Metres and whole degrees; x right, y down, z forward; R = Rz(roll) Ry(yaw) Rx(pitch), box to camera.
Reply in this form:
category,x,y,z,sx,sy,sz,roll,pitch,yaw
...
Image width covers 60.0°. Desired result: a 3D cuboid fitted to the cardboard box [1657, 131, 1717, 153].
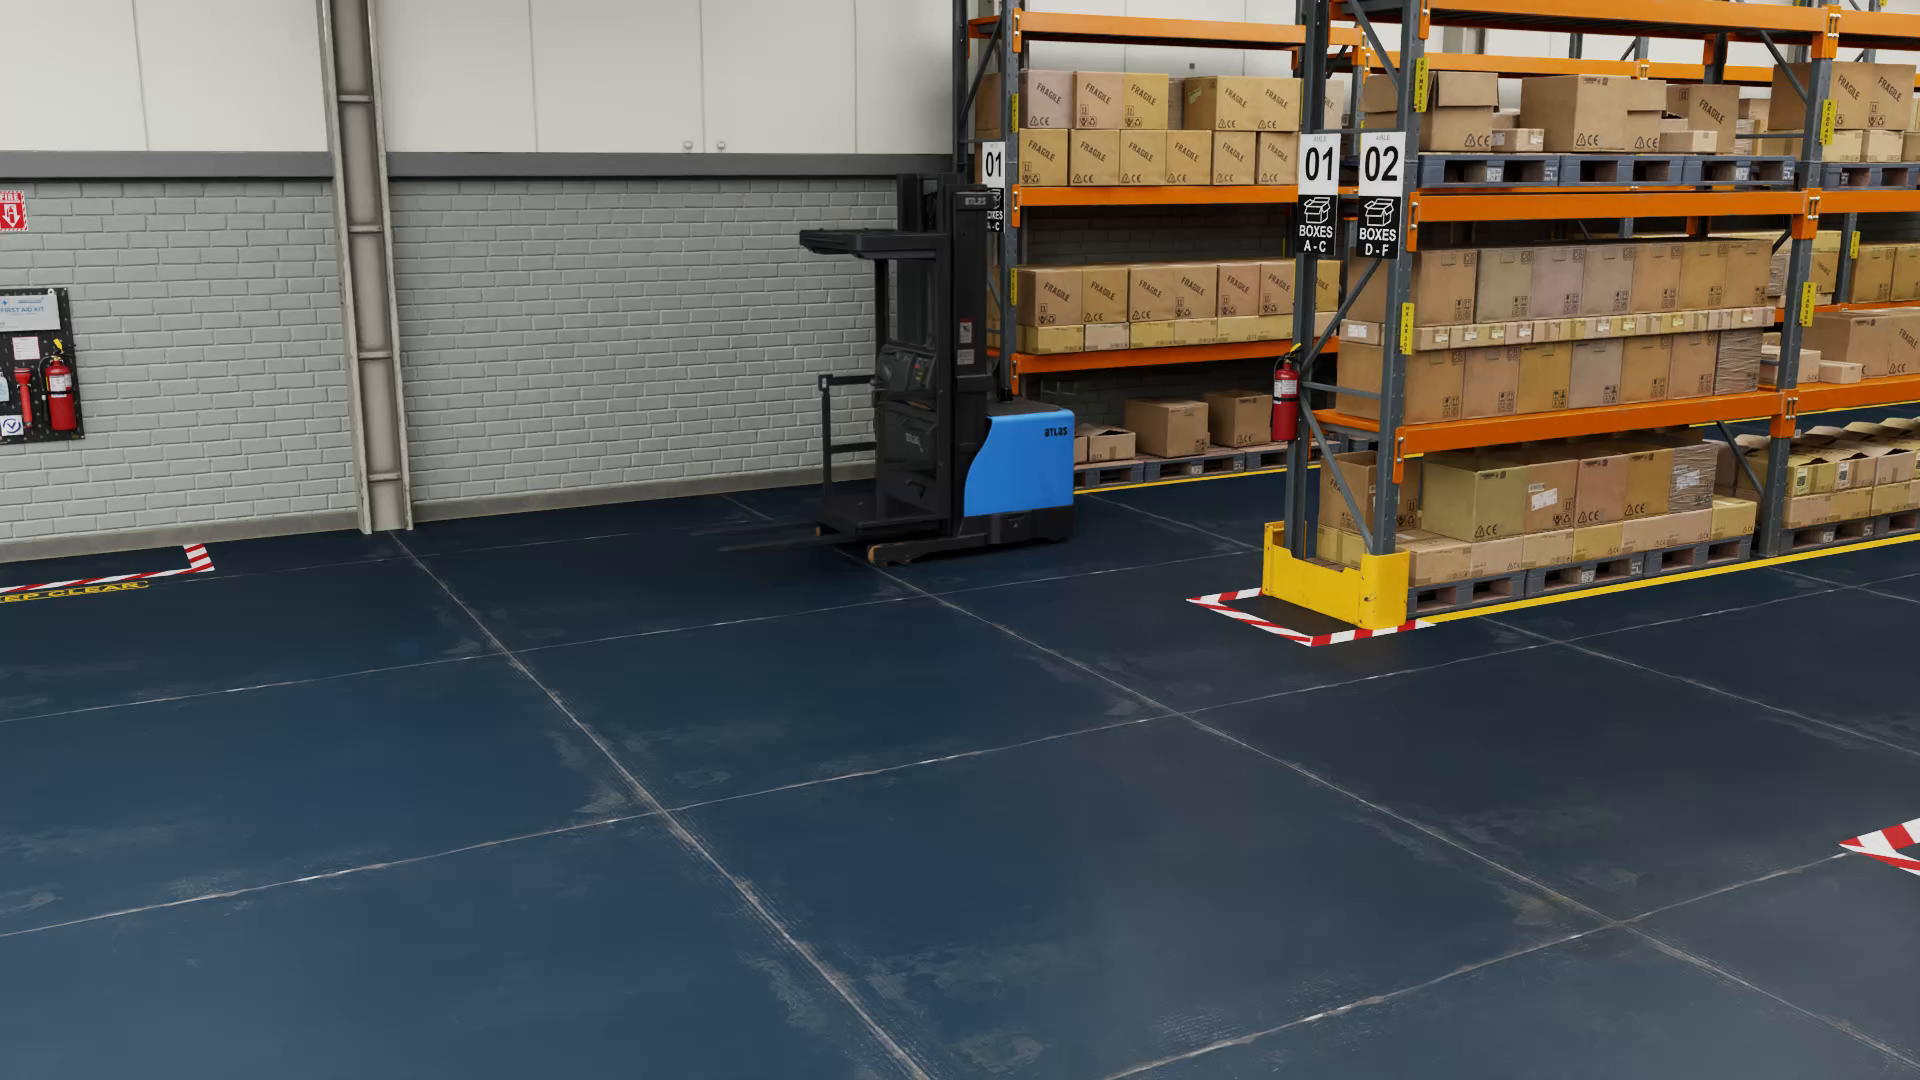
category,x,y,z,sx,sy,sz,roll,pitch,yaw
cardboard box,5.179,-2.853,11.920,0.250,0.149,0.380,-7,14,-28

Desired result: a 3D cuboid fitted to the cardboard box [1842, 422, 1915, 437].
category,x,y,z,sx,sy,sz,roll,pitch,yaw
cardboard box,8.112,-0.868,14.663,0.500,0.311,0.500,-7,15,-29

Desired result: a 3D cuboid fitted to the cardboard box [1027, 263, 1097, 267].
category,x,y,z,sx,sy,sz,roll,pitch,yaw
cardboard box,0.978,-2.396,16.013,0.500,0.500,0.500,-7,14,-27

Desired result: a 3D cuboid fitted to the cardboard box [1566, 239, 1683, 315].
category,x,y,z,sx,sy,sz,roll,pitch,yaw
cardboard box,4.838,-1.947,12.244,0.500,0.500,0.700,-7,14,-28

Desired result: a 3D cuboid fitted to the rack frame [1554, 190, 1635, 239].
category,x,y,z,sx,sy,sz,roll,pitch,yaw
rack frame,7.241,-2.794,19.191,0.127,3.000,1.000,-7,14,-28

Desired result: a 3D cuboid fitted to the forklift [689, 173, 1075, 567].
category,x,y,z,sx,sy,sz,roll,pitch,yaw
forklift,-0.605,-1.358,12.966,3.031,2.935,1.130,-7,14,-28

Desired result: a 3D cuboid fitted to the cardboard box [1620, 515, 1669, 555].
category,x,y,z,sx,sy,sz,roll,pitch,yaw
cardboard box,4.929,-0.085,12.461,0.500,0.250,0.500,-7,14,-28

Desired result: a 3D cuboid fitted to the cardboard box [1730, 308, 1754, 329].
category,x,y,z,sx,sy,sz,roll,pitch,yaw
cardboard box,5.753,-1.688,12.575,0.250,0.149,0.380,-7,15,-29

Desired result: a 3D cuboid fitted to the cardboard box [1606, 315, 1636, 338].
category,x,y,z,sx,sy,sz,roll,pitch,yaw
cardboard box,4.624,-1.552,11.969,0.250,0.149,0.380,-6,14,-26

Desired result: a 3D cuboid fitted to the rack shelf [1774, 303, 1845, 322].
category,x,y,z,sx,sy,sz,roll,pitch,yaw
rack shelf,8.996,-2.653,20.205,4.000,0.370,1.077,-7,14,-28

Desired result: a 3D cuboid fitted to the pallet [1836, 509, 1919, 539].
category,x,y,z,sx,sy,sz,roll,pitch,yaw
pallet,7.807,-0.273,14.339,1.213,0.211,1.003,-7,14,-28

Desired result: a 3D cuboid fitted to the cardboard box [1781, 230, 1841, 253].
category,x,y,z,sx,sy,sz,roll,pitch,yaw
cardboard box,10.465,-3.686,20.495,0.500,0.250,0.500,-6,14,-26

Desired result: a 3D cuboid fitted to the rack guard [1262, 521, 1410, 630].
category,x,y,z,sx,sy,sz,roll,pitch,yaw
rack guard,2.575,0.224,11.475,0.348,0.500,1.175,-7,14,-28

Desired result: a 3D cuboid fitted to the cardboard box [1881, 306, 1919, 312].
category,x,y,z,sx,sy,sz,roll,pitch,yaw
cardboard box,8.153,-1.709,14.142,0.500,0.500,0.500,-8,15,-31

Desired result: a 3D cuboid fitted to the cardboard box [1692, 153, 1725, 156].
category,x,y,z,sx,sy,sz,roll,pitch,yaw
cardboard box,8.571,-4.704,19.619,0.500,0.500,0.700,-6,14,-25

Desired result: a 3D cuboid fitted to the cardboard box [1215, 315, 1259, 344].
category,x,y,z,sx,sy,sz,roll,pitch,yaw
cardboard box,2.584,-2.095,16.380,0.500,0.250,0.500,-7,14,-28

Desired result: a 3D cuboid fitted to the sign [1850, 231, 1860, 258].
category,x,y,z,sx,sy,sz,roll,pitch,yaw
sign,11.020,-3.637,20.482,0.005,0.325,0.100,-7,14,-28

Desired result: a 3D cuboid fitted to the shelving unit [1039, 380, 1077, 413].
category,x,y,z,sx,sy,sz,roll,pitch,yaw
shelving unit,0.778,-0.742,14.137,0.189,1.200,0.258,-1,11,-37

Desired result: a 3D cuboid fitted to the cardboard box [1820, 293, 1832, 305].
category,x,y,z,sx,sy,sz,roll,pitch,yaw
cardboard box,10.591,-3.012,20.686,0.250,0.149,0.380,-7,14,-27

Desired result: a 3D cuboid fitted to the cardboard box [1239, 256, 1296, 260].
category,x,y,z,sx,sy,sz,roll,pitch,yaw
cardboard box,3.217,-2.666,17.212,0.500,0.500,0.500,-7,15,-29

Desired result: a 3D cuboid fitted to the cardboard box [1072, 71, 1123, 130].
category,x,y,z,sx,sy,sz,roll,pitch,yaw
cardboard box,1.138,-3.999,15.163,0.500,0.500,0.500,-7,14,-29

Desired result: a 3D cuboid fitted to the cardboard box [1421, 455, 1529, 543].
category,x,y,z,sx,sy,sz,roll,pitch,yaw
cardboard box,3.611,-0.294,11.680,0.500,0.500,0.500,-7,14,-28

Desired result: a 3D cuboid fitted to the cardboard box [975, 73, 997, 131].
category,x,y,z,sx,sy,sz,roll,pitch,yaw
cardboard box,0.472,-4.058,15.425,0.500,0.500,0.500,-6,14,-25

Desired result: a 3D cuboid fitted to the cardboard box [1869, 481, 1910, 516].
category,x,y,z,sx,sy,sz,roll,pitch,yaw
cardboard box,7.482,-0.385,13.796,0.500,0.250,0.500,-7,15,-30

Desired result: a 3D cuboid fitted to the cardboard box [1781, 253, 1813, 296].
category,x,y,z,sx,sy,sz,roll,pitch,yaw
cardboard box,10.024,-3.265,20.337,0.500,0.500,0.500,-7,14,-27

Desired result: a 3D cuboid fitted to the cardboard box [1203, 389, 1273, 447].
category,x,y,z,sx,sy,sz,roll,pitch,yaw
cardboard box,2.838,-1.251,17.028,0.500,0.500,0.500,-8,15,-32

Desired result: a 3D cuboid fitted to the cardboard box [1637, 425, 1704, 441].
category,x,y,z,sx,sy,sz,roll,pitch,yaw
cardboard box,5.550,-0.660,13.306,0.500,0.500,0.500,-7,14,-28

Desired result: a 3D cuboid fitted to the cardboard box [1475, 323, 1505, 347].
category,x,y,z,sx,sy,sz,roll,pitch,yaw
cardboard box,3.494,-1.417,11.369,0.250,0.149,0.380,-7,14,-28

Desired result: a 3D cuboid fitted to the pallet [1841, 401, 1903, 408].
category,x,y,z,sx,sy,sz,roll,pitch,yaw
pallet,11.457,-1.919,21.656,1.213,0.211,1.003,-7,14,-28

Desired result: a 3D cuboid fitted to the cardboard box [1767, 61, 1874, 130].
category,x,y,z,sx,sy,sz,roll,pitch,yaw
cardboard box,6.667,-3.437,12.894,0.500,0.500,0.500,-7,14,-27

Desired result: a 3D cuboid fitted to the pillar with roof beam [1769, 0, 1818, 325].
category,x,y,z,sx,sy,sz,roll,pitch,yaw
pillar with roof beam,13.015,-5.552,17.784,0.400,9.000,9.100,-7,14,-28

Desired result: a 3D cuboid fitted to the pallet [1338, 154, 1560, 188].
category,x,y,z,sx,sy,sz,roll,pitch,yaw
pallet,3.229,-2.488,11.200,1.213,0.211,1.003,-7,14,-28

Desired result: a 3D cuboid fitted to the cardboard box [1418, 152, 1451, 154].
category,x,y,z,sx,sy,sz,roll,pitch,yaw
cardboard box,4.789,-4.105,17.431,0.500,0.311,0.500,-6,14,-26

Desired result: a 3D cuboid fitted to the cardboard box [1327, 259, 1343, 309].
category,x,y,z,sx,sy,sz,roll,pitch,yaw
cardboard box,4.193,-2.683,17.471,0.500,0.500,0.700,-7,14,-28

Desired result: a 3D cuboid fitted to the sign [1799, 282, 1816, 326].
category,x,y,z,sx,sy,sz,roll,pitch,yaw
sign,6.374,-1.773,12.503,0.005,0.325,0.100,-7,14,-28

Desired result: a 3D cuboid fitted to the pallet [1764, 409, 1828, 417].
category,x,y,z,sx,sy,sz,roll,pitch,yaw
pallet,10.111,-1.758,20.942,1.213,0.211,1.003,-7,14,-28

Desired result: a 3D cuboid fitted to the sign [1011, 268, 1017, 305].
category,x,y,z,sx,sy,sz,roll,pitch,yaw
sign,0.479,-2.270,14.892,0.005,0.325,0.100,-7,14,-28

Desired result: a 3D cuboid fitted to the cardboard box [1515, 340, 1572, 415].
category,x,y,z,sx,sy,sz,roll,pitch,yaw
cardboard box,3.909,-1.201,11.884,0.500,0.500,0.700,-7,14,-27

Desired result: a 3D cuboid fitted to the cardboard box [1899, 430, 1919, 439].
category,x,y,z,sx,sy,sz,roll,pitch,yaw
cardboard box,8.379,-0.765,14.207,0.500,0.311,0.500,-7,14,-28

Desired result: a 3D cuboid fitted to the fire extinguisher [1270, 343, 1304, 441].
category,x,y,z,sx,sy,sz,roll,pitch,yaw
fire extinguisher,2.270,-1.037,11.562,0.183,0.674,0.296,-7,14,-28

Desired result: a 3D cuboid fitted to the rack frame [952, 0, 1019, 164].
category,x,y,z,sx,sy,sz,roll,pitch,yaw
rack frame,0.219,-4.879,14.793,0.127,3.000,1.000,-7,14,-28

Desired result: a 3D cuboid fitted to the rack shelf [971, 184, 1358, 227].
category,x,y,z,sx,sy,sz,roll,pitch,yaw
rack shelf,1.975,-3.275,16.136,4.000,0.370,1.077,-7,14,-28

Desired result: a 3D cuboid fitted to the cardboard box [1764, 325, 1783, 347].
category,x,y,z,sx,sy,sz,roll,pitch,yaw
cardboard box,10.244,-2.277,20.836,0.750,0.750,0.750,-7,14,-27

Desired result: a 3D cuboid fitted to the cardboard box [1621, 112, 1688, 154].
category,x,y,z,sx,sy,sz,roll,pitch,yaw
cardboard box,5.064,-3.053,12.438,0.500,0.311,0.500,-8,15,-31

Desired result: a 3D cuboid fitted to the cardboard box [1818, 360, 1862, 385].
category,x,y,z,sx,sy,sz,roll,pitch,yaw
cardboard box,6.983,-1.350,13.348,0.250,0.149,0.380,-7,14,-28

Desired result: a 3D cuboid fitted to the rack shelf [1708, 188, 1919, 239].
category,x,y,z,sx,sy,sz,roll,pitch,yaw
rack shelf,7.862,-2.742,13.766,4.000,0.370,1.077,-7,14,-28

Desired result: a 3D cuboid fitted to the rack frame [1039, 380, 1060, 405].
category,x,y,z,sx,sy,sz,roll,pitch,yaw
rack frame,0.705,-0.741,14.083,0.006,1.200,0.240,-1,11,-37

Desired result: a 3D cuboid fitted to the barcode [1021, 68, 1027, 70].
category,x,y,z,sx,sy,sz,roll,pitch,yaw
barcode,0.603,-4.416,15.696,0.075,0.075,0.001,-7,14,-28

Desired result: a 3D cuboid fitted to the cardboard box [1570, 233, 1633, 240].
category,x,y,z,sx,sy,sz,roll,pitch,yaw
cardboard box,7.515,-3.461,19.497,0.500,0.250,0.500,-6,14,-26

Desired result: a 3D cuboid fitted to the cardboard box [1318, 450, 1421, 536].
category,x,y,z,sx,sy,sz,roll,pitch,yaw
cardboard box,2.924,-0.341,11.890,0.500,0.500,0.500,-7,14,-28

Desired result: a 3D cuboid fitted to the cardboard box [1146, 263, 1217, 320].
category,x,y,z,sx,sy,sz,roll,pitch,yaw
cardboard box,2.125,-2.407,16.059,0.500,0.500,0.500,-6,14,-26

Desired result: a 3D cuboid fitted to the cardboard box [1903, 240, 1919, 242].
category,x,y,z,sx,sy,sz,roll,pitch,yaw
cardboard box,13.187,-3.647,22.301,0.700,0.700,0.980,-7,14,-28

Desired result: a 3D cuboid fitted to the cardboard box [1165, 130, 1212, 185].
category,x,y,z,sx,sy,sz,roll,pitch,yaw
cardboard box,2.035,-3.627,15.787,0.500,0.500,0.500,-6,14,-24
